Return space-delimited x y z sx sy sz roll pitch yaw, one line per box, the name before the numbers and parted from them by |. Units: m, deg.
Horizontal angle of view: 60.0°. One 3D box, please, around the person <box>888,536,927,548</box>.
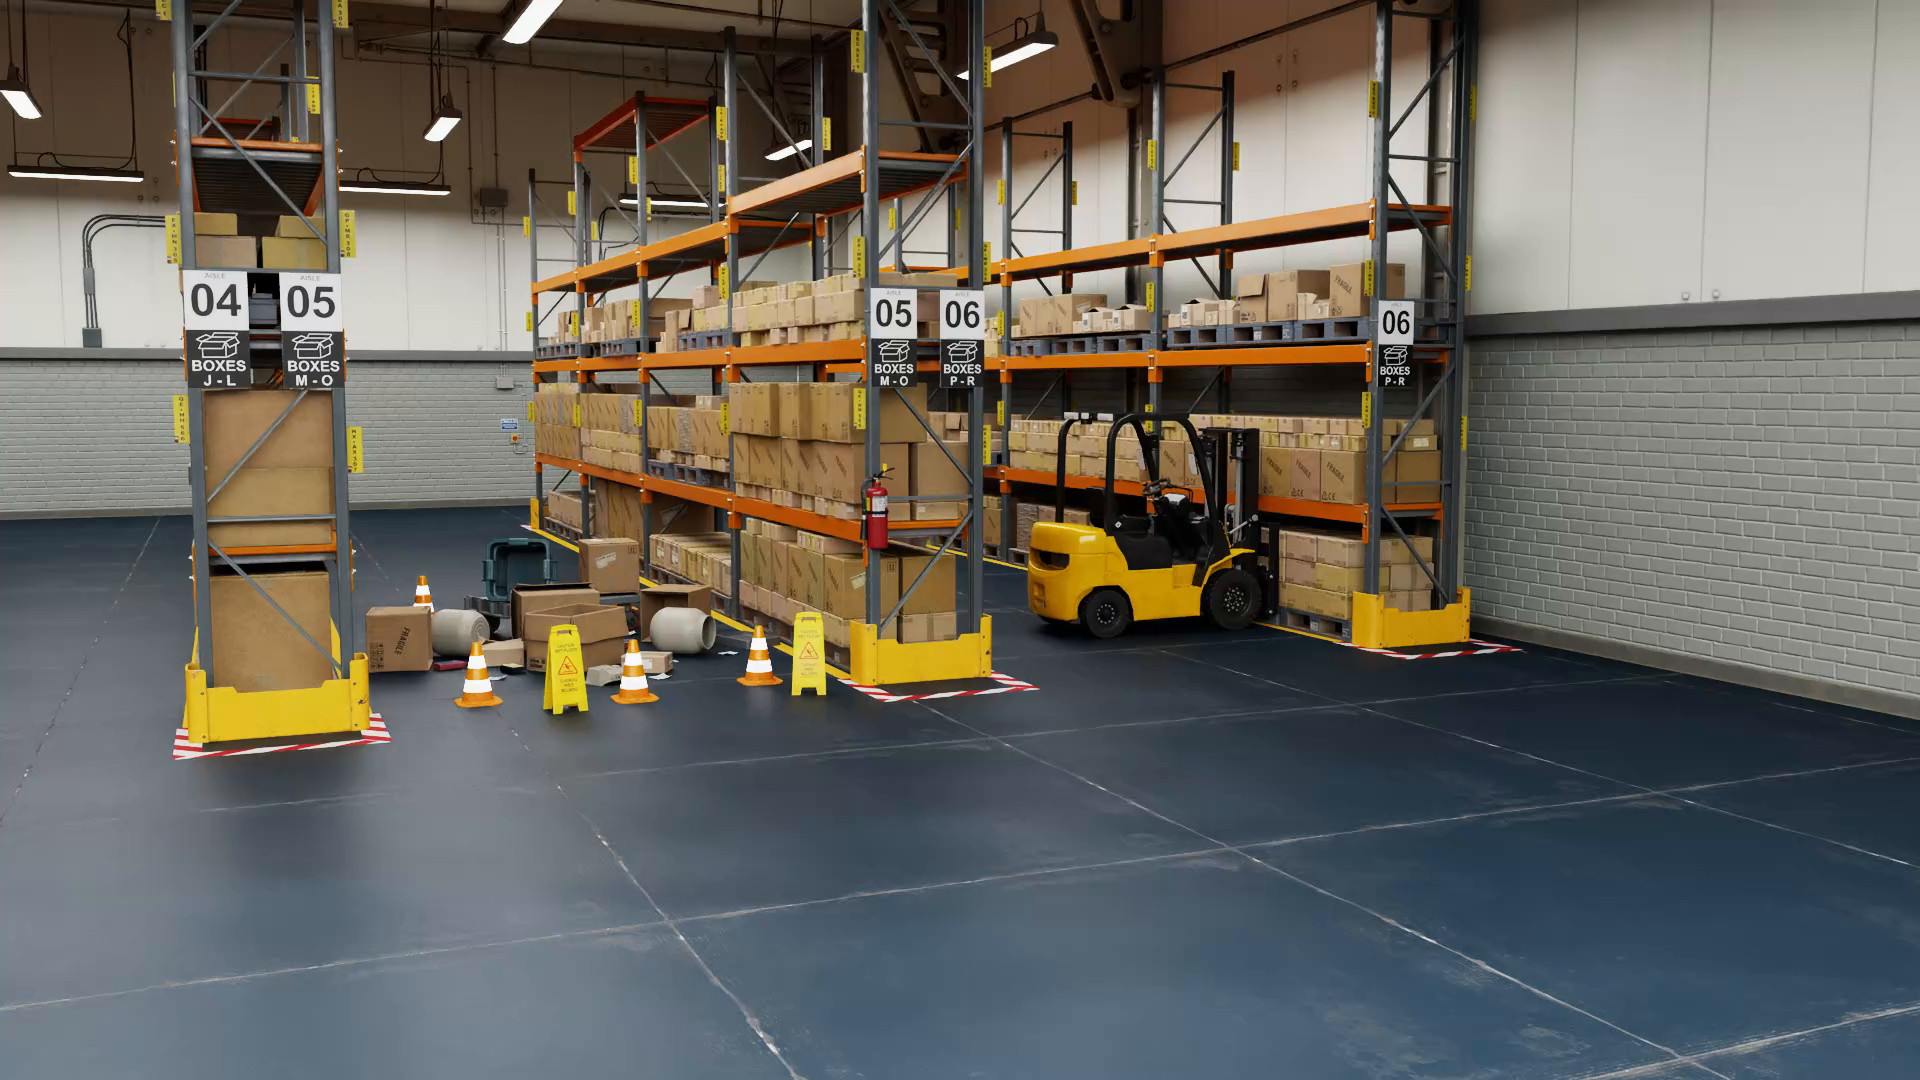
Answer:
person | -0.615 -0.111 18.099 0.494 1.714 0.530 -3 6 -25
